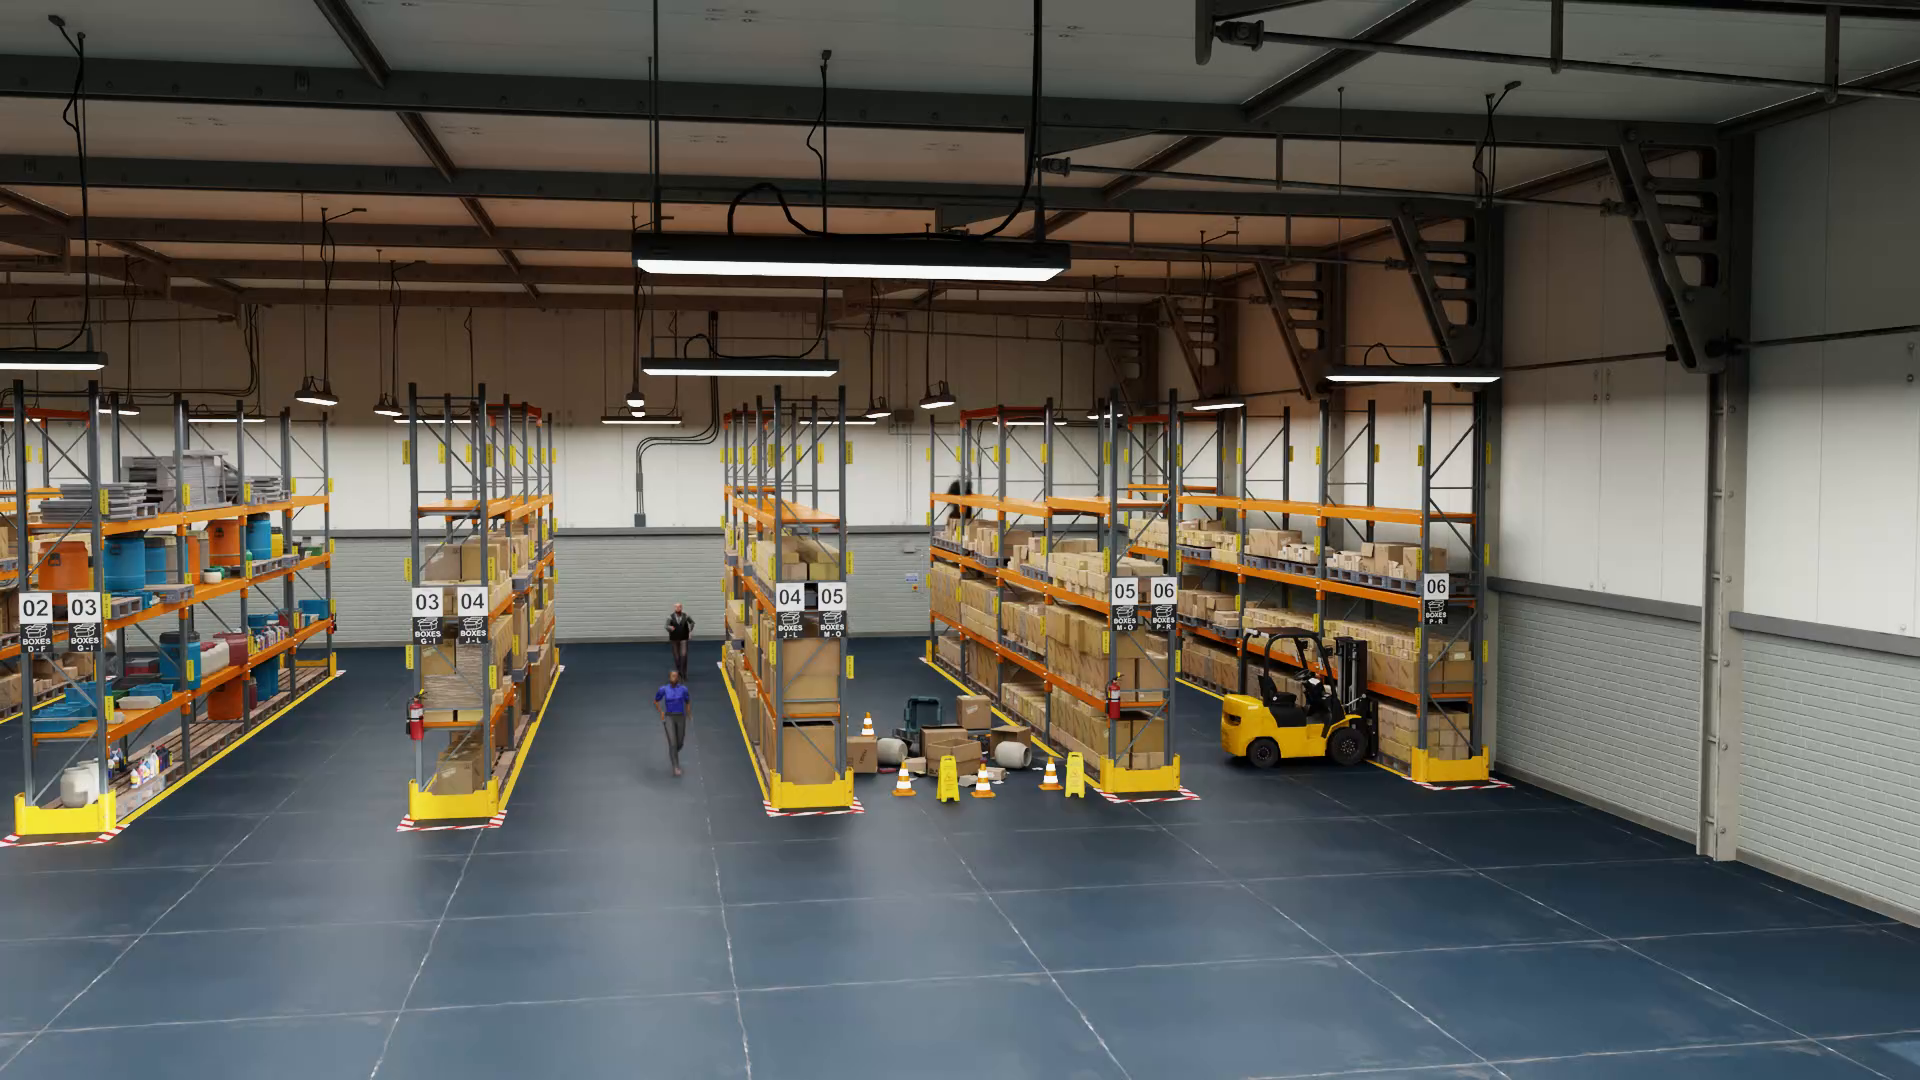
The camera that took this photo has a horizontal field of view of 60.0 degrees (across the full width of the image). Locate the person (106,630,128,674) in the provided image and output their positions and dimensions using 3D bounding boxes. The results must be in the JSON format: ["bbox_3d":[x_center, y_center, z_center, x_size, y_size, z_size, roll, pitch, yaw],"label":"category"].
[{"bbox_3d":[-19.244,2.276,37.886,0.493,1.651,0.672,0,3,4],"label":"person"}]

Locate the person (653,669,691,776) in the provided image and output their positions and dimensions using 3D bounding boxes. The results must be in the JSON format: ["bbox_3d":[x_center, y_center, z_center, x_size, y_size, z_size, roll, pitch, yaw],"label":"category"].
[{"bbox_3d":[-4.540,2.867,26.313,0.578,1.648,0.792,-1,3,-24],"label":"person"}]

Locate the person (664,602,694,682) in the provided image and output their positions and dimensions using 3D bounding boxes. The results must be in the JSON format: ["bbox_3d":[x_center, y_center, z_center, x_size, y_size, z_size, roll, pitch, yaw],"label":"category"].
[{"bbox_3d":[-6.248,2.278,36.993,0.638,1.784,0.777,0,3,-4],"label":"person"}]
